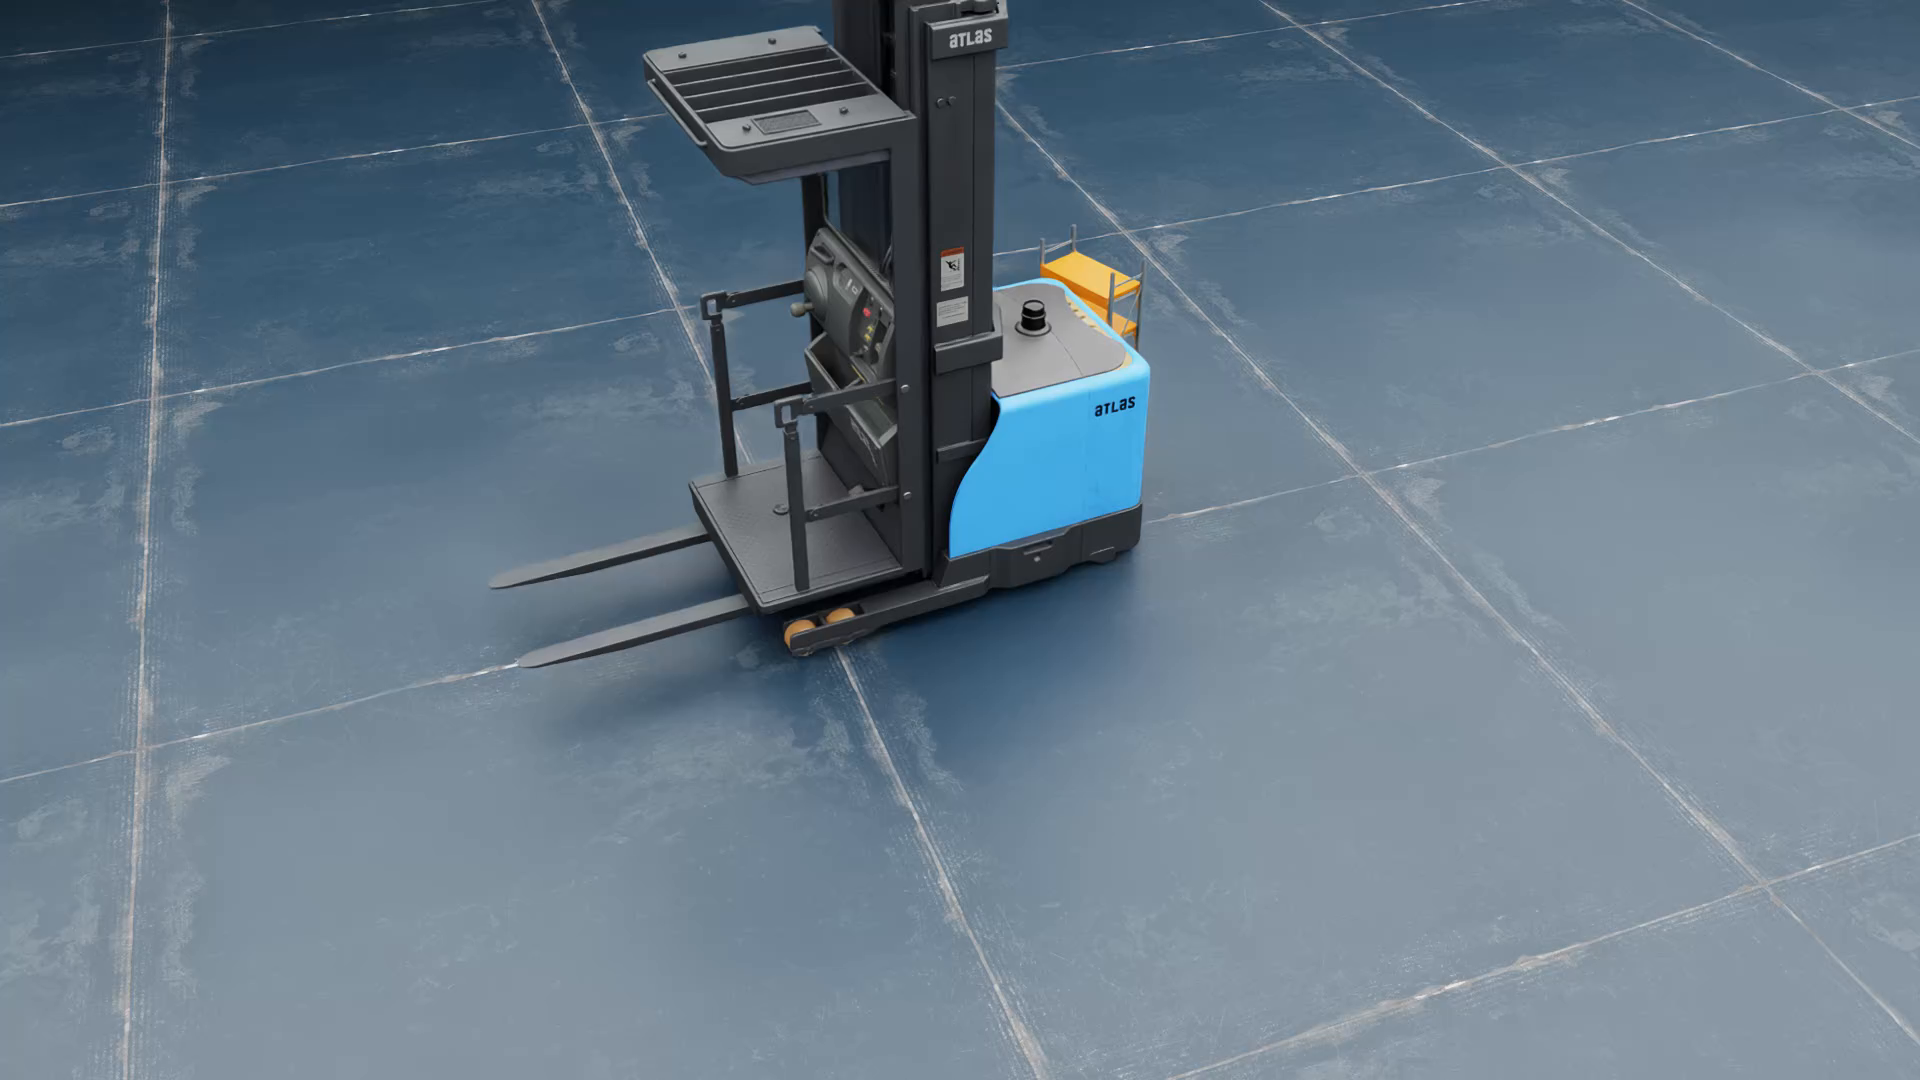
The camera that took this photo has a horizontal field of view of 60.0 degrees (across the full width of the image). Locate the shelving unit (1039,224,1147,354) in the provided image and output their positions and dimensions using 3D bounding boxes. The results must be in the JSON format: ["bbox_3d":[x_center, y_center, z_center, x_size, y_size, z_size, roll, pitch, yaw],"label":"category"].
[{"bbox_3d":[0.657,-0.964,8.592,0.258,1.200,0.503,-28,45,-32],"label":"shelving unit"}]

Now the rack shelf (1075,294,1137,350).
[{"bbox_3d":[0.657,-1.089,8.498,0.258,0.148,0.480,-28,45,-32],"label":"rack shelf"}]

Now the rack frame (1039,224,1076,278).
[{"bbox_3d":[0.495,-1.073,8.738,0.240,1.200,0.015,-28,45,-32],"label":"rack frame"}]

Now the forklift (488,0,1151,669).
[{"bbox_3d":[-0.670,-1.002,7.205,3.031,2.935,1.130,-16,40,-20],"label":"forklift"}]

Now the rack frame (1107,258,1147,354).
[{"bbox_3d":[0.820,-0.854,8.447,0.240,1.200,0.015,-28,45,-32],"label":"rack frame"}]

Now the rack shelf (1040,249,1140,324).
[{"bbox_3d":[0.658,-1.278,8.356,0.258,0.148,0.480,-28,45,-32],"label":"rack shelf"}]
